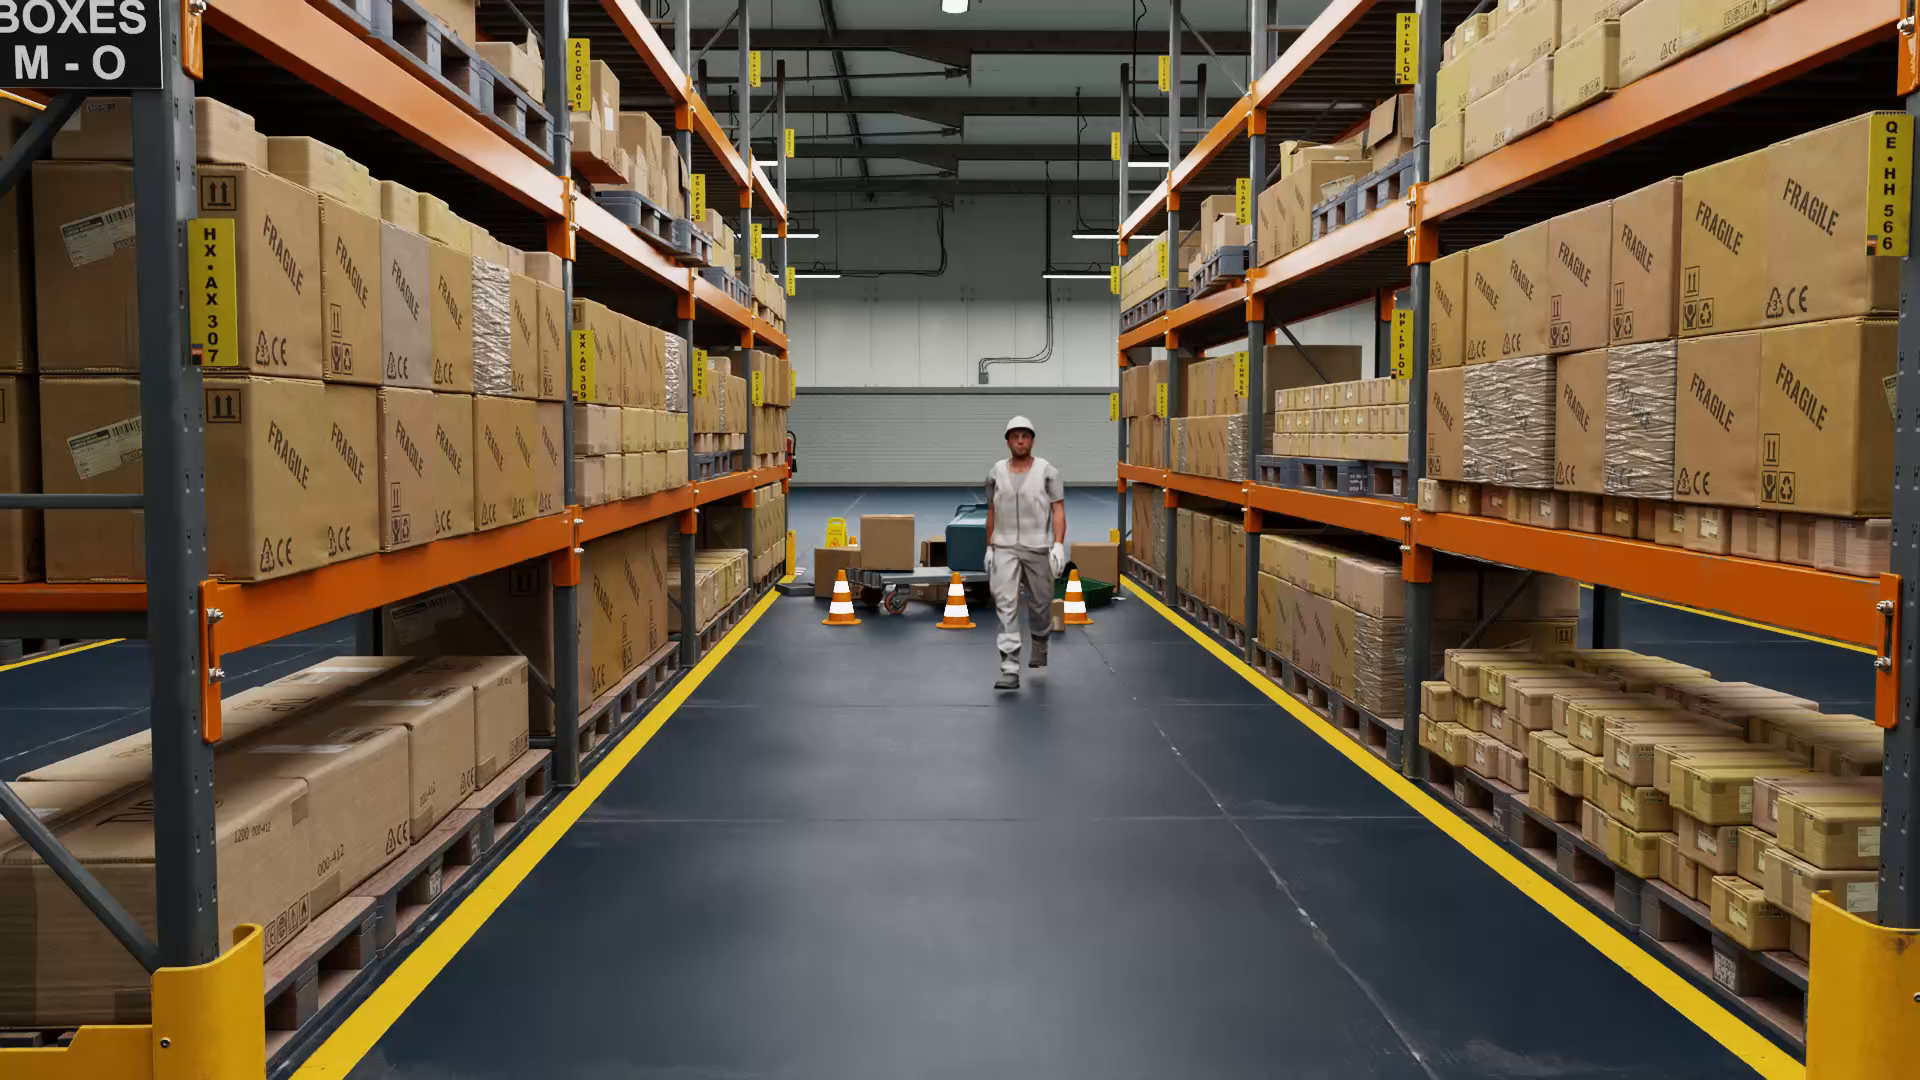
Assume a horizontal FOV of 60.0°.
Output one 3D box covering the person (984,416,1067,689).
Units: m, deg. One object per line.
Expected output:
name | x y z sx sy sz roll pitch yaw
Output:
person | 0.424 0.067 10.886 0.572 1.756 0.965 1 4 9
